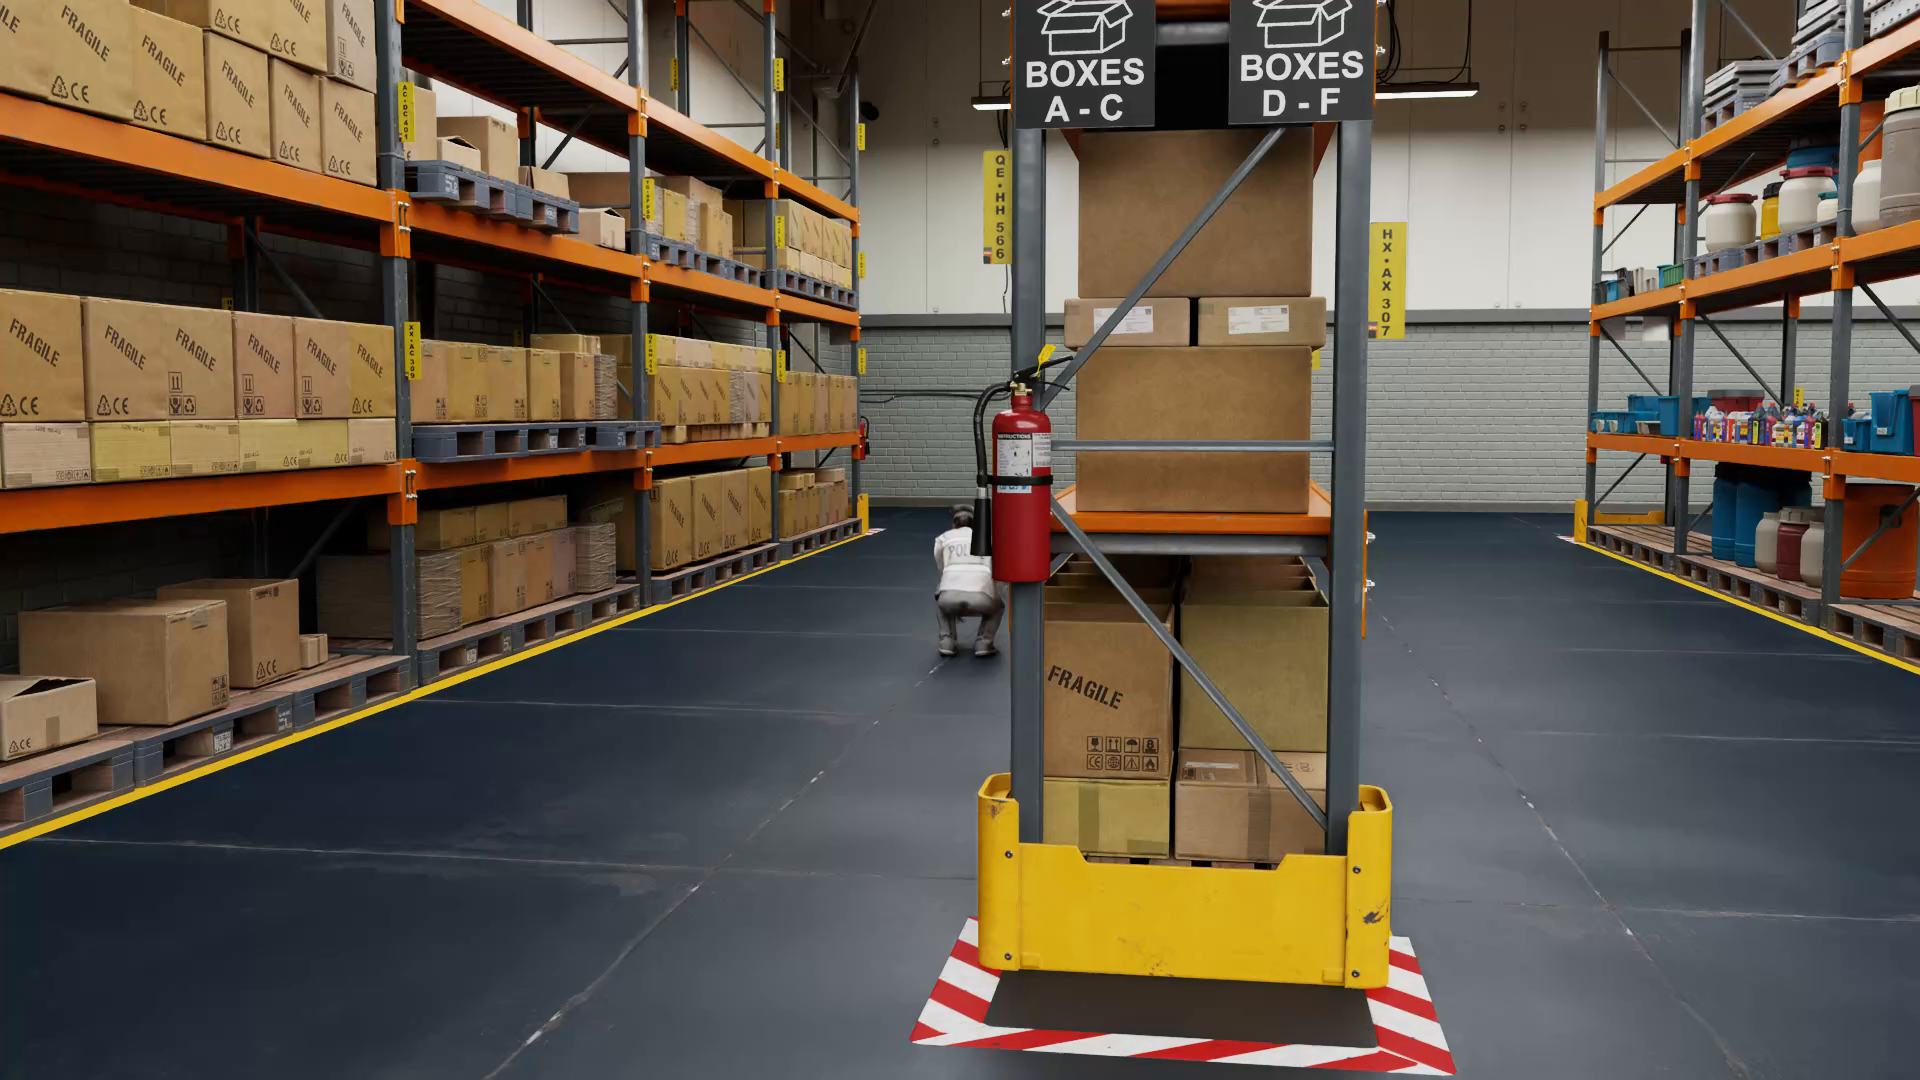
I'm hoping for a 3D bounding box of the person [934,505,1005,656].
[{"bbox_3d":[0.059,0.263,11.039,0.467,0.975,0.841,1,5,8],"label":"person"}]
